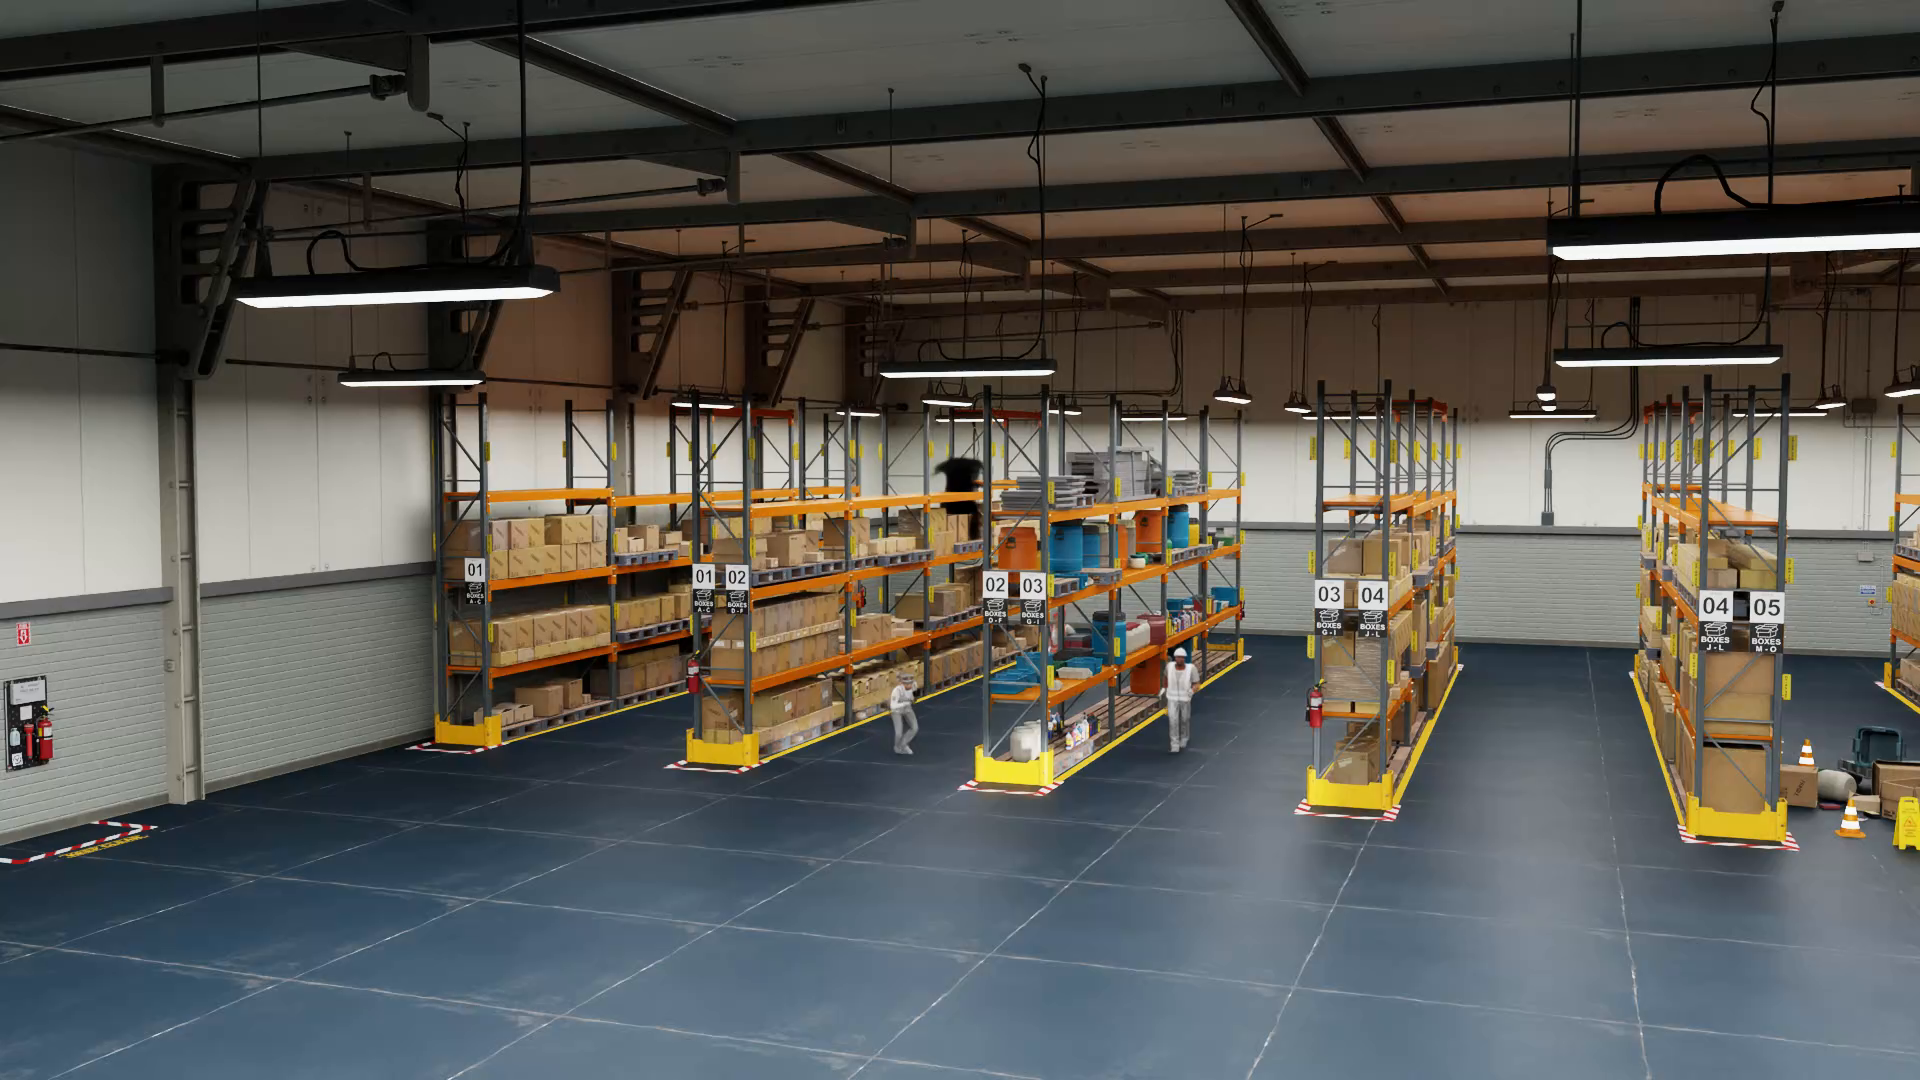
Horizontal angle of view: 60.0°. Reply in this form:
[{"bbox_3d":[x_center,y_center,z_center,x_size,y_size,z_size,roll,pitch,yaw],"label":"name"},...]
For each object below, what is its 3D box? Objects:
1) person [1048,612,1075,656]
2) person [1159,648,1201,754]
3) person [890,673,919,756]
[{"bbox_3d":[2.081,2.319,34.088,0.672,1.739,0.608,1,3,22],"label":"person"},{"bbox_3d":[3.628,2.622,27.431,0.685,1.728,1.061,0,3,8],"label":"person"},{"bbox_3d":[-0.918,2.854,27.212,0.608,1.420,0.949,-2,3,-27],"label":"person"}]
